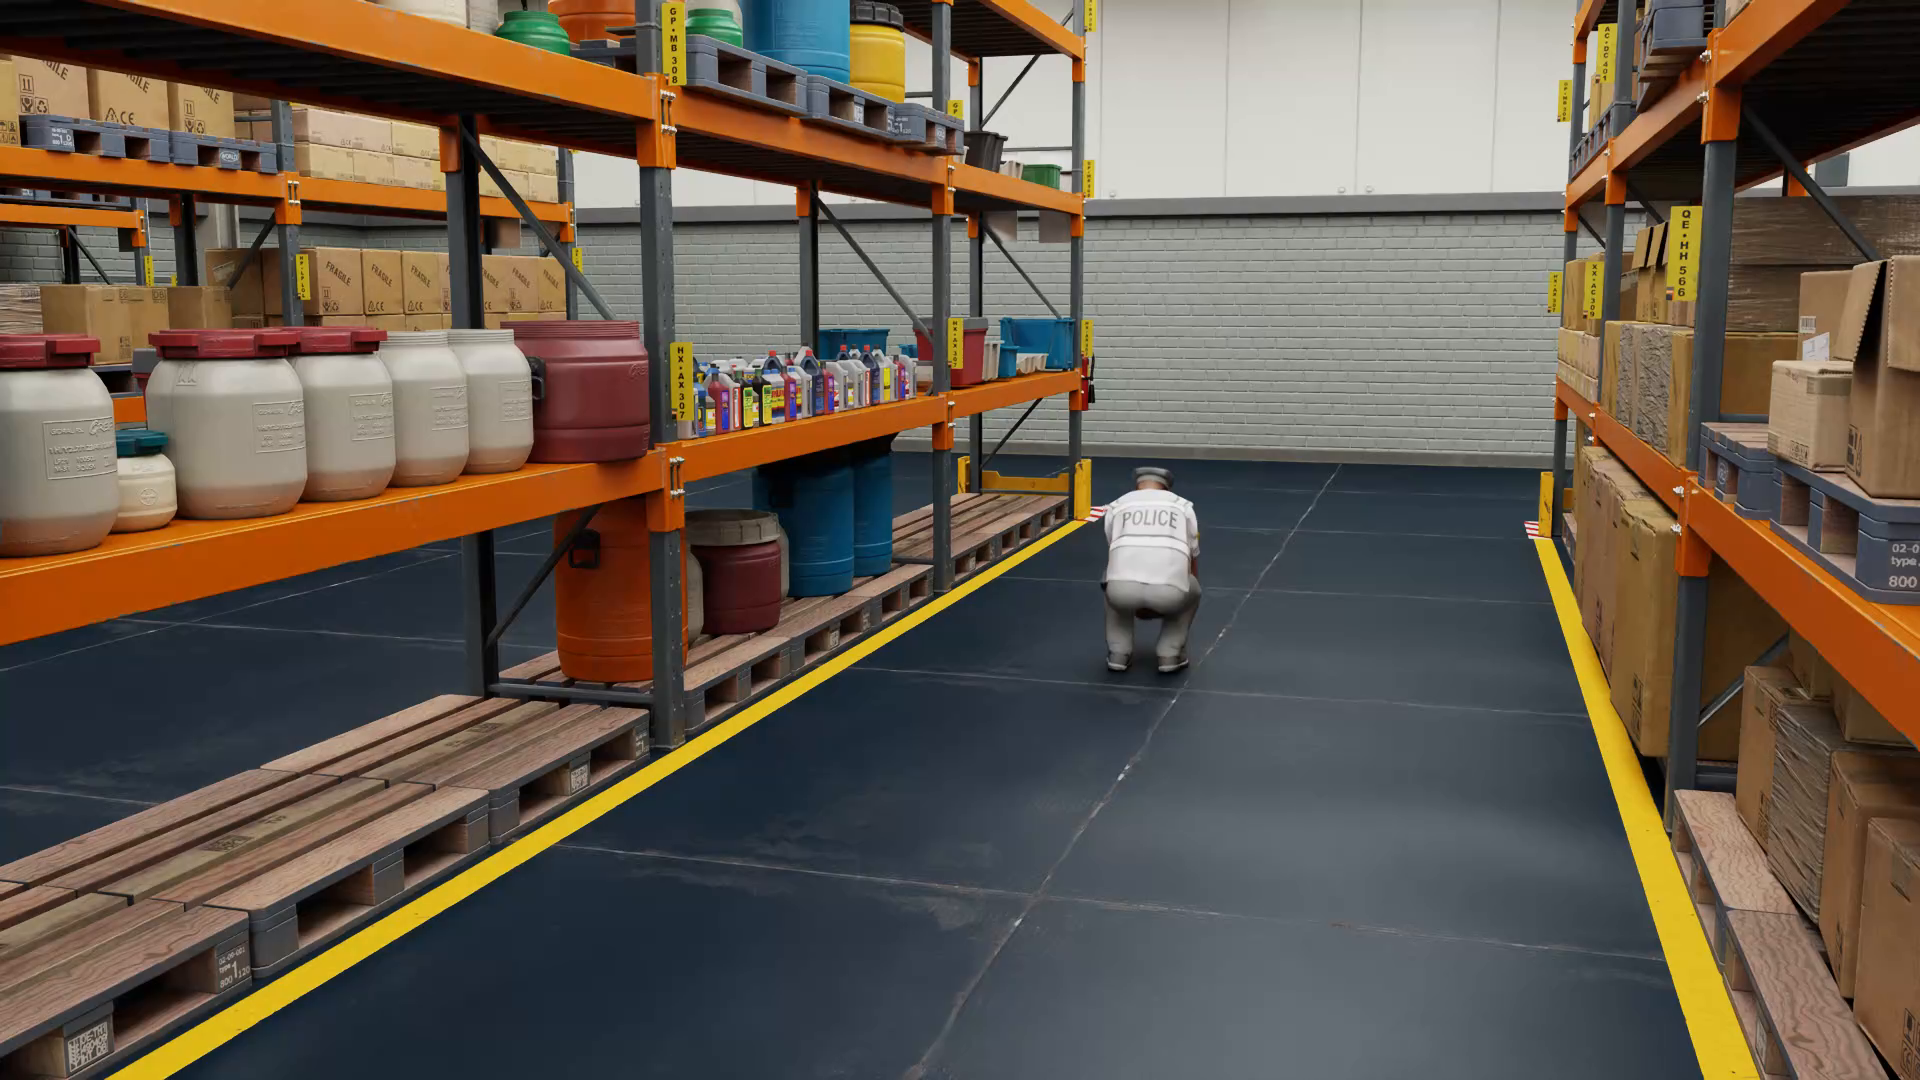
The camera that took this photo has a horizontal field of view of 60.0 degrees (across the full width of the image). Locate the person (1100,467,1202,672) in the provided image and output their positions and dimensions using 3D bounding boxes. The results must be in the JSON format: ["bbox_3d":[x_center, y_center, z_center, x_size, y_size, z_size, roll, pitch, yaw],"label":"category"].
[{"bbox_3d":[1.008,0.155,8.807,0.527,1.031,0.914,2,9,15],"label":"person"}]
